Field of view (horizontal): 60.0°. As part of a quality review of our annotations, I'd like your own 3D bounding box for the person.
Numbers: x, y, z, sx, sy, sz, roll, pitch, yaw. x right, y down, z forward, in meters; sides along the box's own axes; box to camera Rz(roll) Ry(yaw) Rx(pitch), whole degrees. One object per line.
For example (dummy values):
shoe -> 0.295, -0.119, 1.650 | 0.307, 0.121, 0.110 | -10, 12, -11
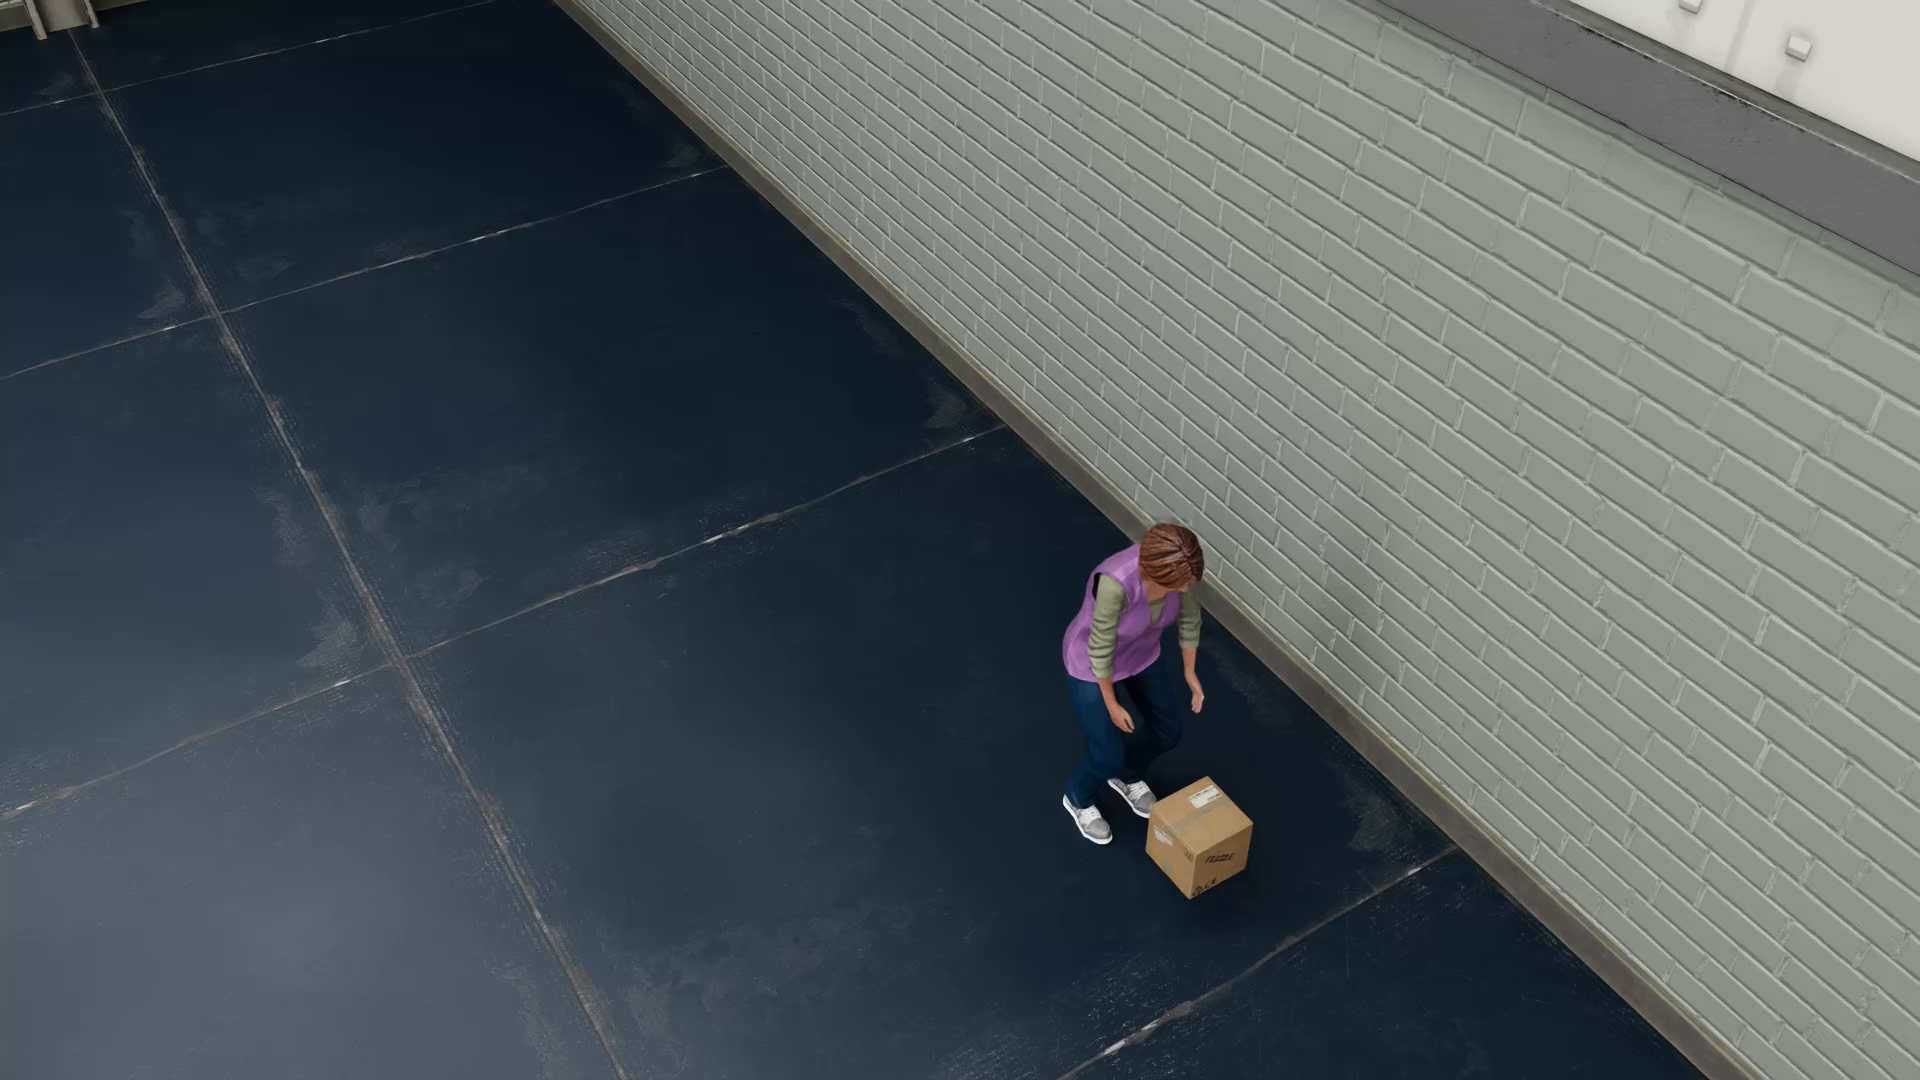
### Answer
person -> 0.600, 0.453, 5.746 | 0.447, 1.481, 0.497 | -22, 46, -23
